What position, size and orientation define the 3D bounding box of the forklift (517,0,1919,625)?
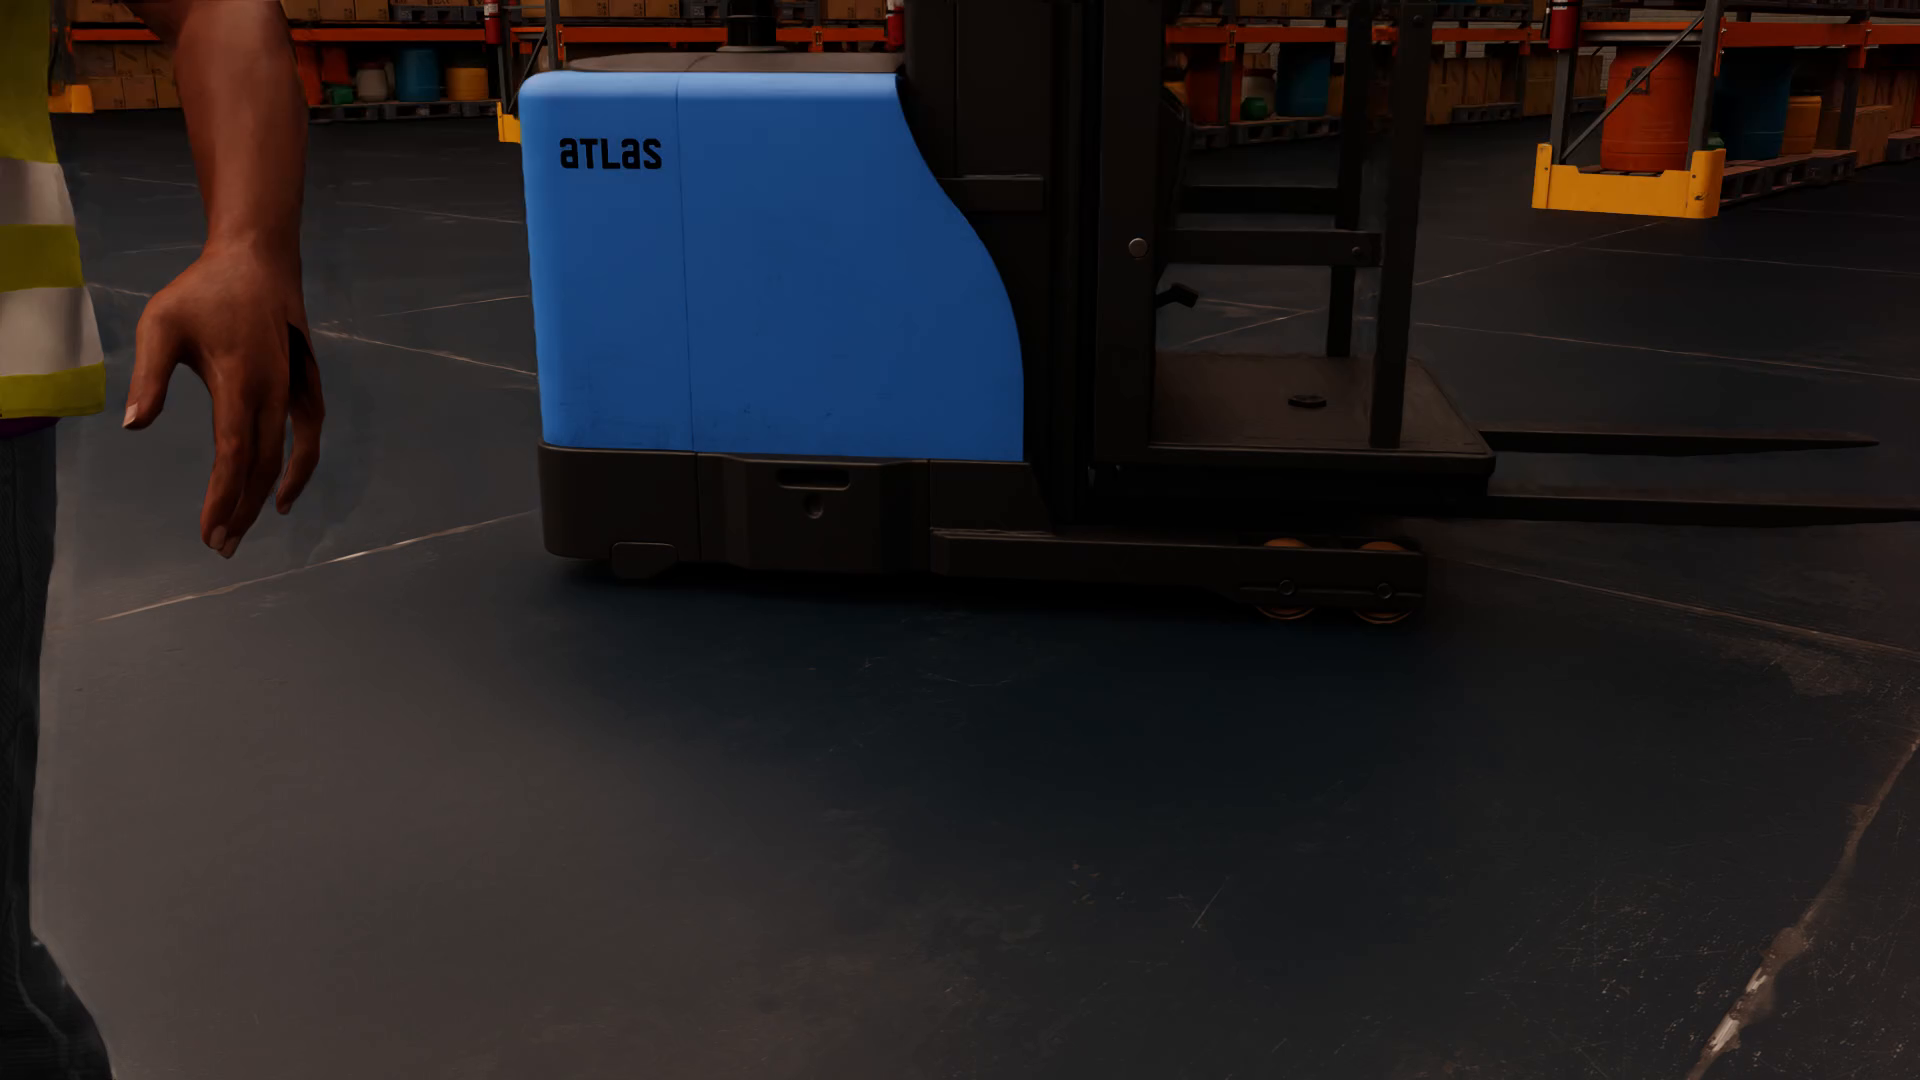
[{"bbox_3d":[0.642,-1.395,3.490,3.031,2.935,1.130,2,17,7],"label":"forklift"}]
